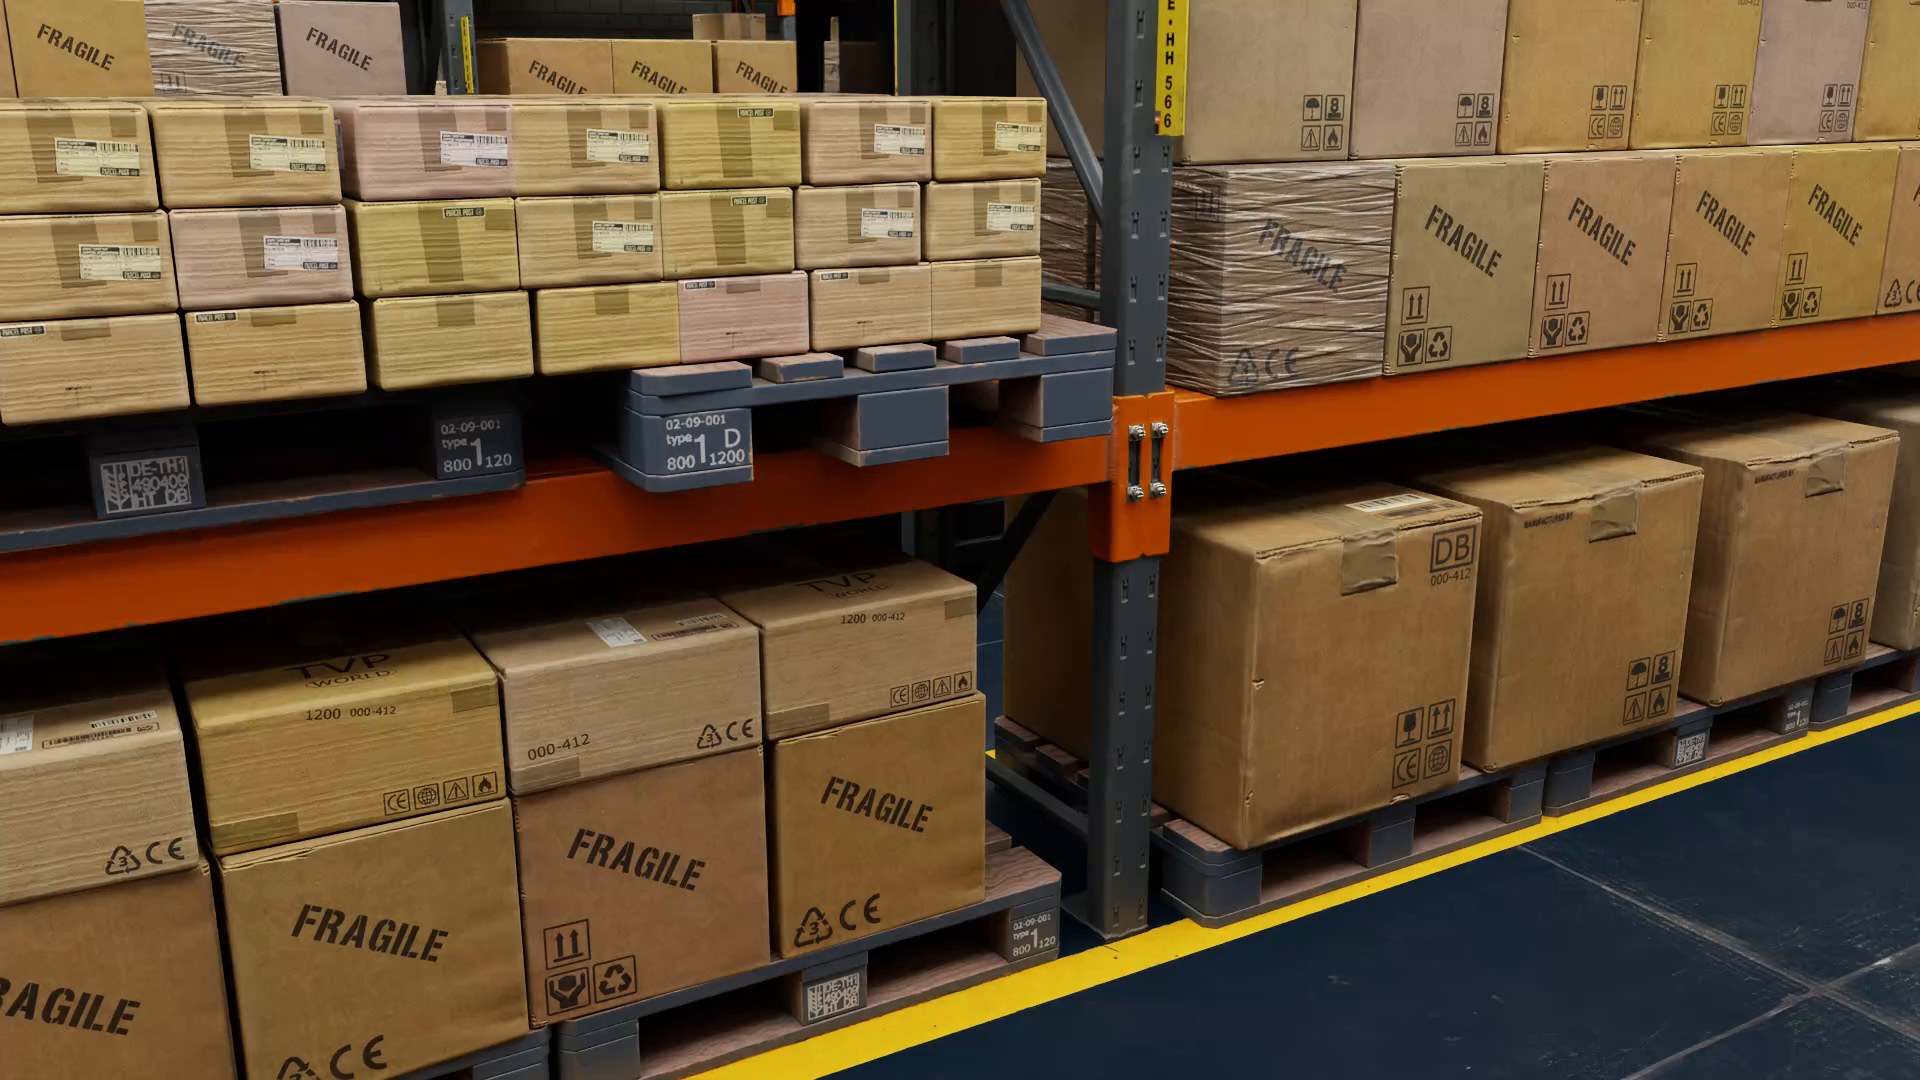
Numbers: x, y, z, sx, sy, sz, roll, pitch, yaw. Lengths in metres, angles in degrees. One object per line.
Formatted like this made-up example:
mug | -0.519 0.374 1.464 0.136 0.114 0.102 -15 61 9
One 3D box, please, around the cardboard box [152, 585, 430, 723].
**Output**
cardboard box | -1.436 0.213 3.555 0.500 0.250 0.500 -9 18 -29

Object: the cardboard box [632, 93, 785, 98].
cardboard box | -0.579 -0.913 3.696 0.250 0.149 0.380 -10 18 -31

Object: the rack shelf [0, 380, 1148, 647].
rack shelf | -1.569 0.021 3.109 4.000 0.370 1.077 -9 18 -30

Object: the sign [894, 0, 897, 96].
sign | -0.143 -1.289 4.304 0.005 0.325 0.100 -9 18 -30

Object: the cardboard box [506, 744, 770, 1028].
cardboard box | -0.731 0.622 3.488 0.500 0.500 0.500 -8 18 -27

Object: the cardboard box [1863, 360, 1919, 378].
cardboard box | 4.149 -0.410 6.472 0.875 0.875 0.875 -9 18 -29

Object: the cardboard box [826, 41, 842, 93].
cardboard box | -0.658 -2.354 8.736 0.500 0.500 0.500 -10 19 -32

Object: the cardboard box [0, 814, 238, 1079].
cardboard box | -1.619 0.763 2.983 0.500 0.500 0.500 -9 18 -29

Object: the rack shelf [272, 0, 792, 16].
rack shelf | -3.336 -4.258 12.819 4.000 0.370 1.077 -9 18 -30

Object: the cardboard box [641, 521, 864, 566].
cardboard box | -0.570 0.077 4.042 0.500 0.250 0.500 -10 19 -32

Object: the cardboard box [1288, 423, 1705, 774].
cardboard box | 1.461 0.092 4.915 0.750 0.750 1.050 -9 18 -29

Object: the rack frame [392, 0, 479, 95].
rack frame | -2.490 -1.734 8.040 0.127 3.000 1.000 -9 18 -30

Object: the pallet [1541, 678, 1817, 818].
pallet | 1.905 0.479 5.310 1.213 0.211 1.003 -9 18 -30

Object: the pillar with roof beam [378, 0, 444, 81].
pillar with roof beam | -2.180 -5.165 9.162 0.400 9.000 9.100 -9 18 -30

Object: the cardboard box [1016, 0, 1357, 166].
cardboard box | 0.535 -1.193 4.070 0.500 0.500 0.700 -9 18 -30

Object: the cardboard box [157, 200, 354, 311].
cardboard box | -1.148 -0.474 2.679 0.250 0.149 0.380 -9 18 -28

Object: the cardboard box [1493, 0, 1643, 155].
cardboard box | 1.407 -1.335 4.578 0.500 0.500 0.700 -10 18 -31

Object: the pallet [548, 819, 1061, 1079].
pallet | -0.525 0.848 3.994 1.213 0.211 1.003 -9 18 -30

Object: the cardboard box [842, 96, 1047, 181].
cardboard box | -0.039 -0.797 3.280 0.250 0.149 0.380 -10 19 -32

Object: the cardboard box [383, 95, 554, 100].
cardboard box | -1.019 -0.844 3.447 0.250 0.149 0.380 -10 19 -32

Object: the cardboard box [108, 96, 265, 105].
cardboard box | -1.476 -0.768 3.179 0.250 0.149 0.380 -9 18 -28

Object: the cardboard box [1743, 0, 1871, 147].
cardboard box | 2.278 -1.476 5.081 0.500 0.500 0.700 -9 18 -29

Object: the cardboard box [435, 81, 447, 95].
cardboard box | -3.972 -3.337 12.371 0.250 0.149 0.380 -9 18 -29

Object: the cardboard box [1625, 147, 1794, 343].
cardboard box | 1.964 -0.861 4.740 0.500 0.500 0.500 -9 18 -30

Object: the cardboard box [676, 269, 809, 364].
cardboard box | -0.475 -0.440 3.108 0.250 0.149 0.380 -9 18 -29

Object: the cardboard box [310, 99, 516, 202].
cardboard box | -0.916 -0.656 2.777 0.250 0.149 0.380 -9 18 -30

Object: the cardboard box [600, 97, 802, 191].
cardboard box | -0.480 -0.726 3.027 0.250 0.149 0.380 -9 18 -28

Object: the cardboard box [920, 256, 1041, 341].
cardboard box | -0.041 -0.509 3.357 0.250 0.149 0.380 -9 18 -29

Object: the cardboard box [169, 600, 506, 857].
cardboard box | -1.177 0.333 3.130 0.500 0.250 0.500 -9 18 -28

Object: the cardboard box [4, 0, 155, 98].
cardboard box | -3.664 -1.991 6.917 0.500 0.500 0.500 -9 18 -30

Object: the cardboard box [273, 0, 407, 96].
cardboard box | -2.799 -2.132 7.419 0.500 0.500 0.500 -10 18 -31

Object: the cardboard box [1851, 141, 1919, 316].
cardboard box | 2.831 -1.003 5.244 0.500 0.500 0.500 -9 18 -30

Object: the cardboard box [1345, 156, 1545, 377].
cardboard box | 1.104 -0.723 4.245 0.500 0.500 0.500 -9 18 -30

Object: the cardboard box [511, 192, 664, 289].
cardboard box | -0.710 -0.544 2.930 0.250 0.149 0.380 -9 18 -30

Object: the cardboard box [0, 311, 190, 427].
cardboard box | -1.375 -0.294 2.588 0.250 0.149 0.380 -10 19 -32

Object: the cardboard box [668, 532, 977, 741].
cardboard box | -0.306 0.193 3.628 0.500 0.250 0.500 -10 18 -31

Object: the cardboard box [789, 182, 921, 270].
cardboard box | -0.271 -0.616 3.187 0.250 0.149 0.380 -8 18 -28

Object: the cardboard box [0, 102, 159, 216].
cardboard box | -1.372 -0.581 2.512 0.250 0.149 0.380 -9 18 -28

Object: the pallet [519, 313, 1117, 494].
pallet | -0.411 -0.387 3.589 1.003 0.211 1.213 -9 18 -30

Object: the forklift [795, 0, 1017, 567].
forklift | -0.592 -1.317 6.677 3.031 2.935 1.130 -9 18 -29

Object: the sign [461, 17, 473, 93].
sign | -2.202 -2.164 7.427 0.005 0.325 0.100 -9 18 -30

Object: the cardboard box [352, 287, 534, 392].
cardboard box | -0.920 -0.368 2.852 0.250 0.149 0.380 -10 19 -32

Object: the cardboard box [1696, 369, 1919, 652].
cardboard box | 3.088 -0.171 5.853 0.750 0.750 1.050 -9 18 -30

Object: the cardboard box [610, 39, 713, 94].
cardboard box | -1.543 -2.211 8.226 0.500 0.500 0.500 -8 18 -27

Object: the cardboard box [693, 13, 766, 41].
cardboard box | -1.233 -2.733 8.886 0.250 0.149 0.380 -10 19 -32
